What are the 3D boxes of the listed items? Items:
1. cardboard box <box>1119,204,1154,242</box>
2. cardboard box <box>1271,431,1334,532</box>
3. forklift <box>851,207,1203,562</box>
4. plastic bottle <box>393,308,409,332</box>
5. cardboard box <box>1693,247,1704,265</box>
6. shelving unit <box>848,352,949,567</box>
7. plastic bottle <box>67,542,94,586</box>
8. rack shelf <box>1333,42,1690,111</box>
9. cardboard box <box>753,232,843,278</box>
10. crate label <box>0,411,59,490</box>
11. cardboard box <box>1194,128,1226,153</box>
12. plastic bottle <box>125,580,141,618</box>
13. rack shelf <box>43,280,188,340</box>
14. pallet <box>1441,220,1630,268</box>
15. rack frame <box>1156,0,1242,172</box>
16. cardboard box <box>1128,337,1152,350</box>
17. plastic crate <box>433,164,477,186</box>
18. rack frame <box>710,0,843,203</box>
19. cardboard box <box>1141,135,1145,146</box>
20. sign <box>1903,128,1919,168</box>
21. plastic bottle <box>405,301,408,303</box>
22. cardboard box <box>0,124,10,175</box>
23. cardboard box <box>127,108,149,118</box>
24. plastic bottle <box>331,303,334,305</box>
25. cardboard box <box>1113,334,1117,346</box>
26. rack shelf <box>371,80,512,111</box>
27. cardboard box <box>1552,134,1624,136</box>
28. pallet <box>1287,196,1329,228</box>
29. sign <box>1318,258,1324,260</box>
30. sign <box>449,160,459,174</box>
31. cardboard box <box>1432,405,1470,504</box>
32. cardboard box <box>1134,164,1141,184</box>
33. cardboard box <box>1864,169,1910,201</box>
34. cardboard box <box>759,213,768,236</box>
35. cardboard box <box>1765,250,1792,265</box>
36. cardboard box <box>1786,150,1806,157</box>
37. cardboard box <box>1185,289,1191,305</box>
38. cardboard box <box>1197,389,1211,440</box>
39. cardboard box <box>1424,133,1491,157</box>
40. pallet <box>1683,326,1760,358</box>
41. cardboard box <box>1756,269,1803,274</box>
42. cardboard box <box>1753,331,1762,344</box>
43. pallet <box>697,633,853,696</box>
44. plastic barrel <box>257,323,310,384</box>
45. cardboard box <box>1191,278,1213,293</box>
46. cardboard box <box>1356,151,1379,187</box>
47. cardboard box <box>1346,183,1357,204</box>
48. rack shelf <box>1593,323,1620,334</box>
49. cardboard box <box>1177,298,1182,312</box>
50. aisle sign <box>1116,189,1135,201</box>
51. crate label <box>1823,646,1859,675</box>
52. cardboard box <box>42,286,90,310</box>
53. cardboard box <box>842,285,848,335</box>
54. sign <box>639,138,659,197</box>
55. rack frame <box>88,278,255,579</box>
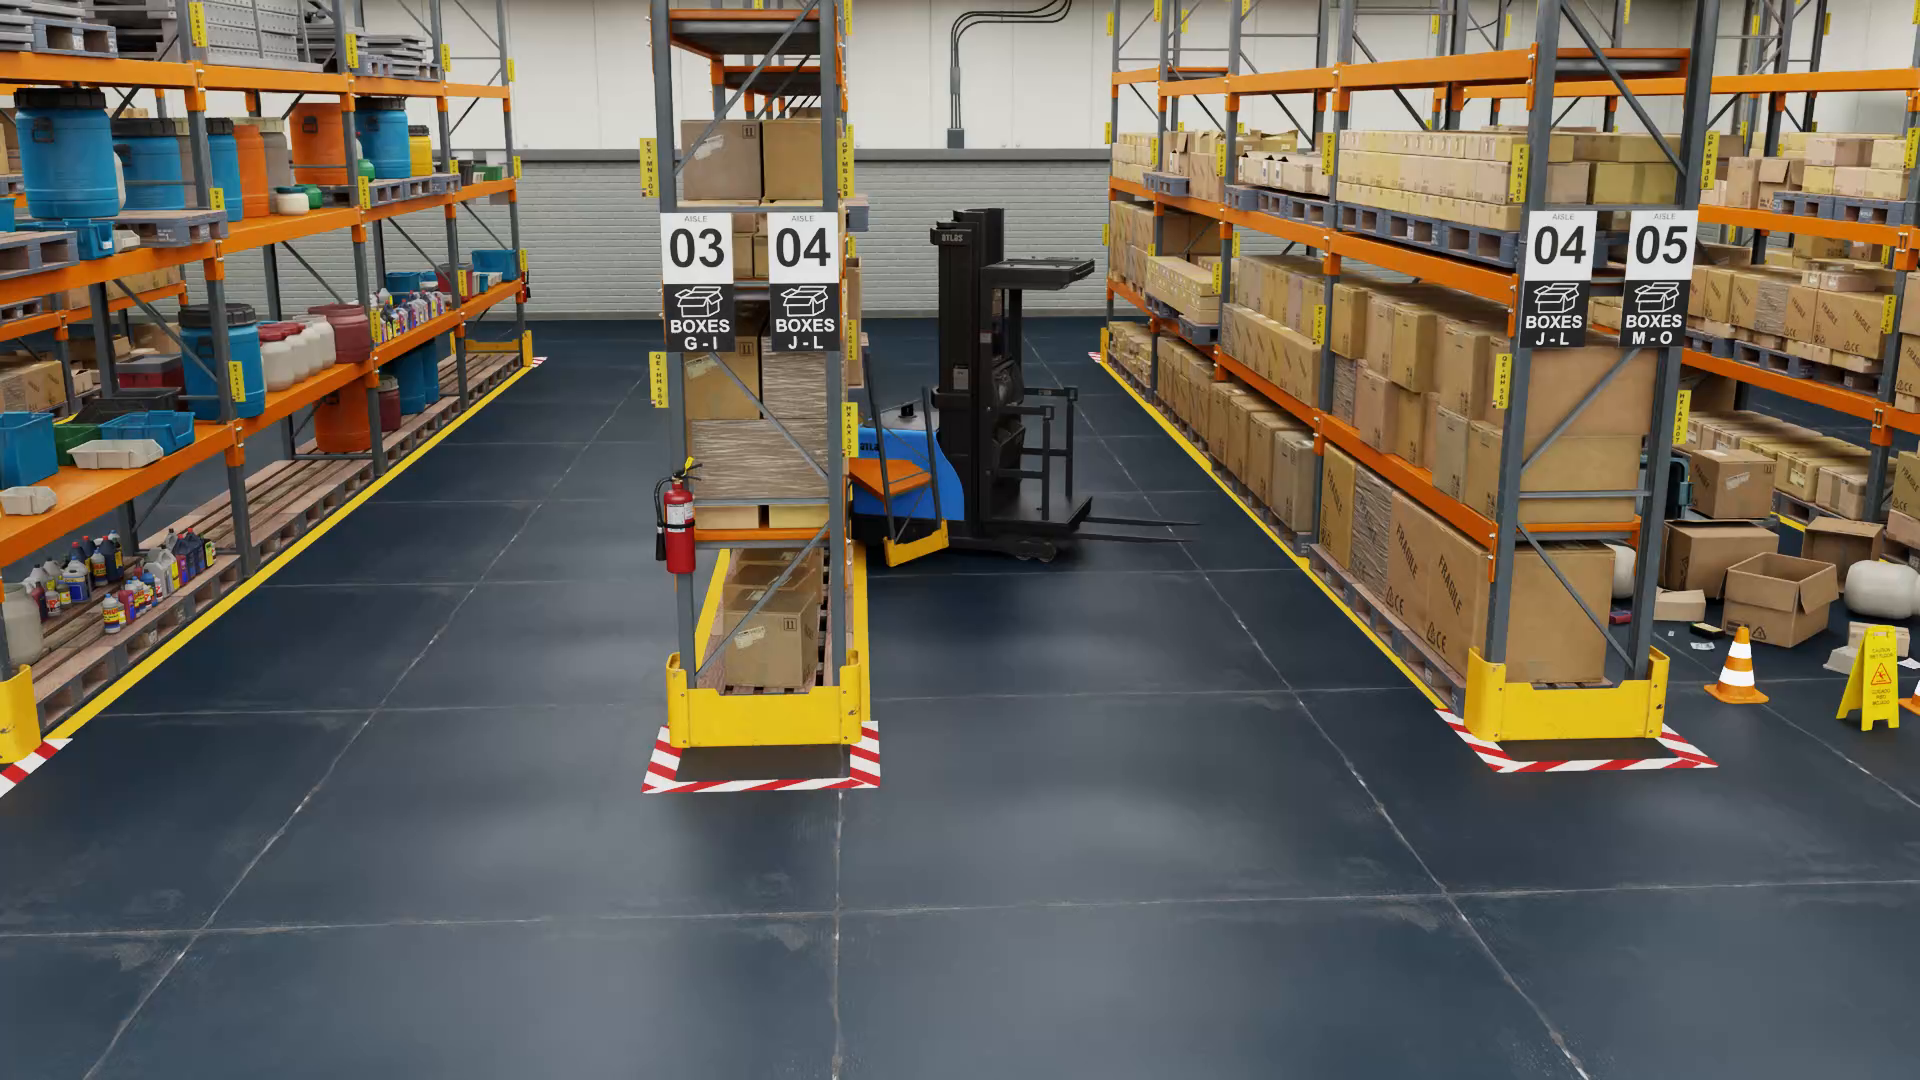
[{"bbox_3d":[2.583,-4.557,23.913,0.500,0.500,0.500,-1,14,-5],"label":"cardboard box"},{"bbox_3d":[3.388,-0.533,14.752,1.050,0.750,0.750,-1,14,-4],"label":"cardboard box"},{"bbox_3d":[0.605,-1.378,14.500,3.031,2.935,1.130,4,15,15],"label":"forklift"},{"bbox_3d":[-6.422,-2.531,19.092,0.152,0.276,0.135,-1,14,-3],"label":"plastic bottle"},{"bbox_3d":[7.909,-3.020,18.537,0.500,0.500,0.500,-1,14,-5],"label":"cardboard box"},{"bbox_3d":[-0.681,-0.713,14.288,0.587,1.500,1.083,-20,31,-24],"label":"shelving unit"},{"bbox_3d":[-6.737,0.185,12.720,0.144,0.351,0.185,-1,15,-6],"label":"plastic bottle"},{"bbox_3d":[3.640,-3.132,11.388,1.077,0.370,4.000,-1,14,-3],"label":"rack shelf"},{"bbox_3d":[-0.965,-1.724,9.989,0.500,0.250,0.500,0,14,-2],"label":"cardboard box"},{"bbox_3d":[-6.520,-0.615,11.324,0.502,0.435,0.616,-1,14,-3],"label":"crate label"},{"bbox_3d":[2.884,-4.549,18.931,0.396,0.266,0.258,-1,14,-3],"label":"cardboard box"},{"bbox_3d":[-5.959,0.423,11.953,0.097,0.271,0.097,0,14,0],"label":"plastic bottle"},{"bbox_3d":[-11.948,-3.202,22.894,1.077,0.370,4.000,-1,14,-3],"label":"rack shelf"},{"bbox_3d":[3.707,-1.866,10.416,1.003,0.211,1.213,-1,14,-3],"label":"pallet"},{"bbox_3d":[3.020,-6.162,20.914,1.000,3.000,0.127,-1,14,-3],"label":"rack frame"},{"bbox_3d":[2.584,-2.775,23.475,0.380,0.149,0.250,-1,14,-5],"label":"cardboard box"},{"bbox_3d":[-6.683,-4.831,22.024,0.497,0.269,0.590,-1,14,-3],"label":"plastic crate"},{"bbox_3d":[-1.441,-4.120,12.982,1.000,3.000,0.127,-1,14,-3],"label":"rack frame"},{"bbox_3d":[2.655,-5.404,22.488,0.380,0.149,0.250,-1,15,-6],"label":"cardboard box"},{"bbox_3d":[7.896,-3.252,13.800,0.100,0.325,0.005,-1,14,-3],"label":"sign"},{"bbox_3d":[-6.594,-2.717,19.823,0.097,0.271,0.097,0,14,0],"label":"plastic bottle"},{"bbox_3d":[-11.866,-4.679,19.929,0.600,0.600,0.600,-2,15,-9],"label":"cardboard box"},{"bbox_3d":[-12.024,-5.905,23.731,0.700,0.500,0.500,-1,14,-3],"label":"cardboard box"},{"bbox_3d":[-7.122,-2.528,18.931,0.144,0.351,0.185,-1,14,-3],"label":"plastic bottle"},{"bbox_3d":[2.509,-3.014,25.004,0.380,0.149,0.250,-1,14,-4],"label":"cardboard box"},{"bbox_3d":[-7.004,-5.989,22.490,1.077,0.370,4.000,-1,14,-3],"label":"rack shelf"},{"bbox_3d":[4.015,-2.518,10.632,0.380,0.149,0.250,-1,14,-3],"label":"cardboard box"},{"bbox_3d":[3.410,-2.854,14.462,0.805,0.209,1.217,-1,15,-6],"label":"pallet"},{"bbox_3d":[3.822,-2.831,17.688,0.100,0.325,0.005,-1,14,-3],"label":"sign"},{"bbox_3d":[-6.331,-4.593,20.821,0.100,0.325,0.005,-1,14,-3],"label":"sign"},{"bbox_3d":[3.640,-0.572,10.930,0.875,0.550,0.550,-1,14,-3],"label":"cardboard box"},{"bbox_3d":[2.669,-5.005,22.739,0.500,0.250,0.500,-1,14,-4],"label":"cardboard box"},{"bbox_3d":[8.269,-3.095,14.472,0.500,0.250,0.500,-1,14,-5],"label":"cardboard box"},{"bbox_3d":[-0.979,-1.865,9.738,0.380,0.149,0.250,-1,14,-4],"label":"cardboard box"},{"bbox_3d":[12.451,-4.259,25.264,0.500,0.250,0.500,-1,14,-3],"label":"cardboard box"},{"bbox_3d":[12.487,-5.586,24.401,0.500,0.250,0.500,-1,14,-5],"label":"cardboard box"},{"bbox_3d":[2.746,-2.735,18.700,0.380,0.149,0.250,-1,14,-2],"label":"cardboard box"},{"bbox_3d":[2.966,-1.414,18.675,0.500,0.500,0.500,-1,14,-4],"label":"cardboard box"},{"bbox_3d":[3.326,-2.635,11.090,0.380,0.149,0.250,-1,14,-4],"label":"cardboard box"},{"bbox_3d":[8.353,-2.094,17.532,1.213,0.211,1.003,-1,14,-3],"label":"pallet"},{"bbox_3d":[8.551,-2.522,17.167,0.500,0.500,0.500,-1,14,-4],"label":"cardboard box"},{"bbox_3d":[8.138,-2.024,16.535,0.380,0.149,0.250,0,14,-1],"label":"cardboard box"},{"bbox_3d":[-1.213,0.909,11.071,1.003,0.211,1.213,-1,14,-3],"label":"pallet"},{"bbox_3d":[-6.297,-1.736,15.480,0.433,0.535,0.433,0,14,0],"label":"plastic barrel"},{"bbox_3d":[2.767,-2.808,18.389,0.380,0.149,0.250,-1,14,-4],"label":"cardboard box"},{"bbox_3d":[3.300,-2.791,12.495,0.500,0.250,0.500,-1,14,-4],"label":"cardboard box"},{"bbox_3d":[3.217,-2.689,12.899,0.380,0.149,0.250,-1,14,-3],"label":"cardboard box"},{"bbox_3d":[8.078,-2.512,20.213,1.077,0.370,4.000,-1,14,-3],"label":"rack shelf"},{"bbox_3d":[2.719,-2.713,19.214,0.380,0.149,0.250,-2,15,-6],"label":"cardboard box"},{"bbox_3d":[2.469,-5.523,25.257,0.394,0.787,0.004,-1,14,-3],"label":"aisle sign"},{"bbox_3d":[6.186,0.833,11.513,0.250,0.136,0.298,-9,17,-32],"label":"crate label"},{"bbox_3d":[-11.584,-3.232,21.368,0.500,0.500,0.500,-1,14,-2],"label":"cardboard box"},{"bbox_3d":[-1.106,-1.660,12.653,0.500,0.500,0.500,-1,14,-3],"label":"cardboard box"},{"bbox_3d":[-1.748,-2.098,9.365,0.100,0.325,0.005,-1,14,-3],"label":"sign"},{"bbox_3d":[-6.384,-1.139,13.432,1.000,3.000,0.127,-1,14,-3],"label":"rack frame"}]
